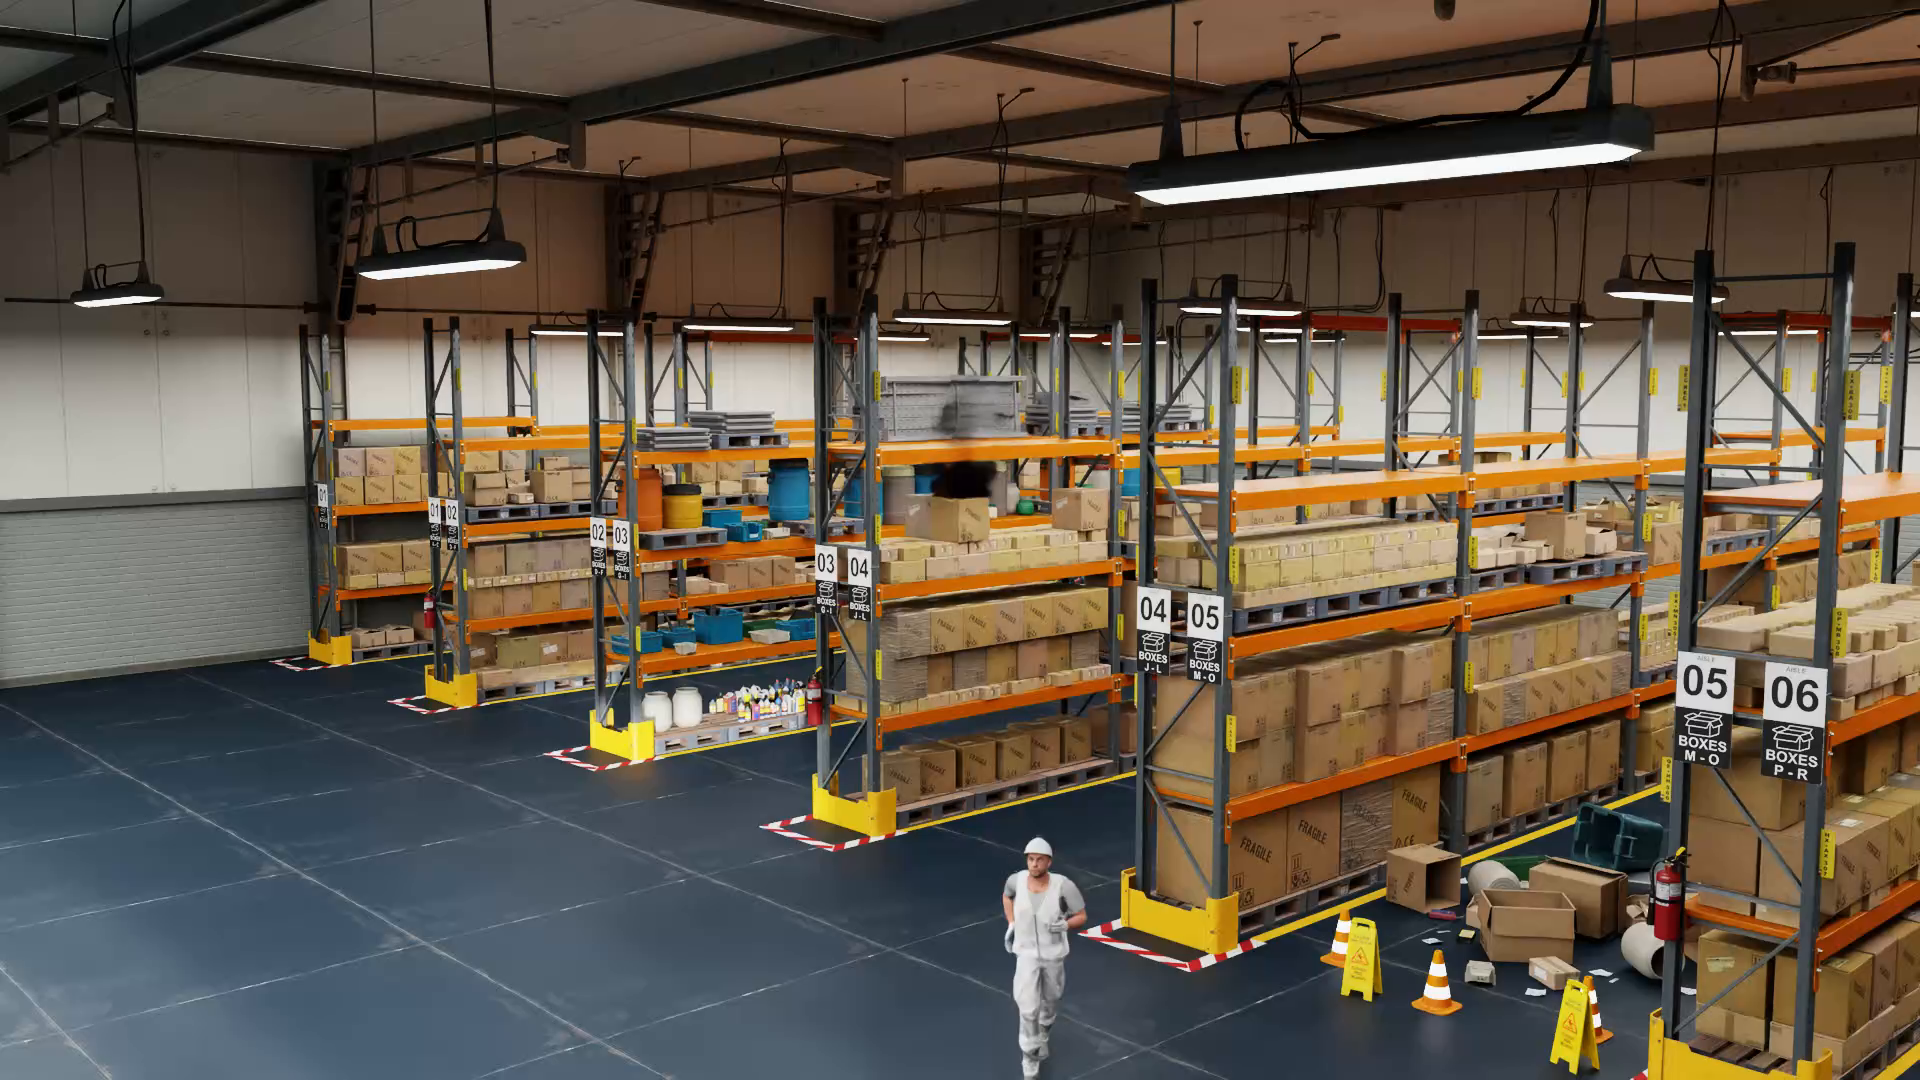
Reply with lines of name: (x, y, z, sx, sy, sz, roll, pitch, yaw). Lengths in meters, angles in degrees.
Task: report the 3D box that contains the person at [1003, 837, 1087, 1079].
person: (0.611, 3.057, 12.122, 0.623, 1.839, 0.845, 0, 6, 5)
